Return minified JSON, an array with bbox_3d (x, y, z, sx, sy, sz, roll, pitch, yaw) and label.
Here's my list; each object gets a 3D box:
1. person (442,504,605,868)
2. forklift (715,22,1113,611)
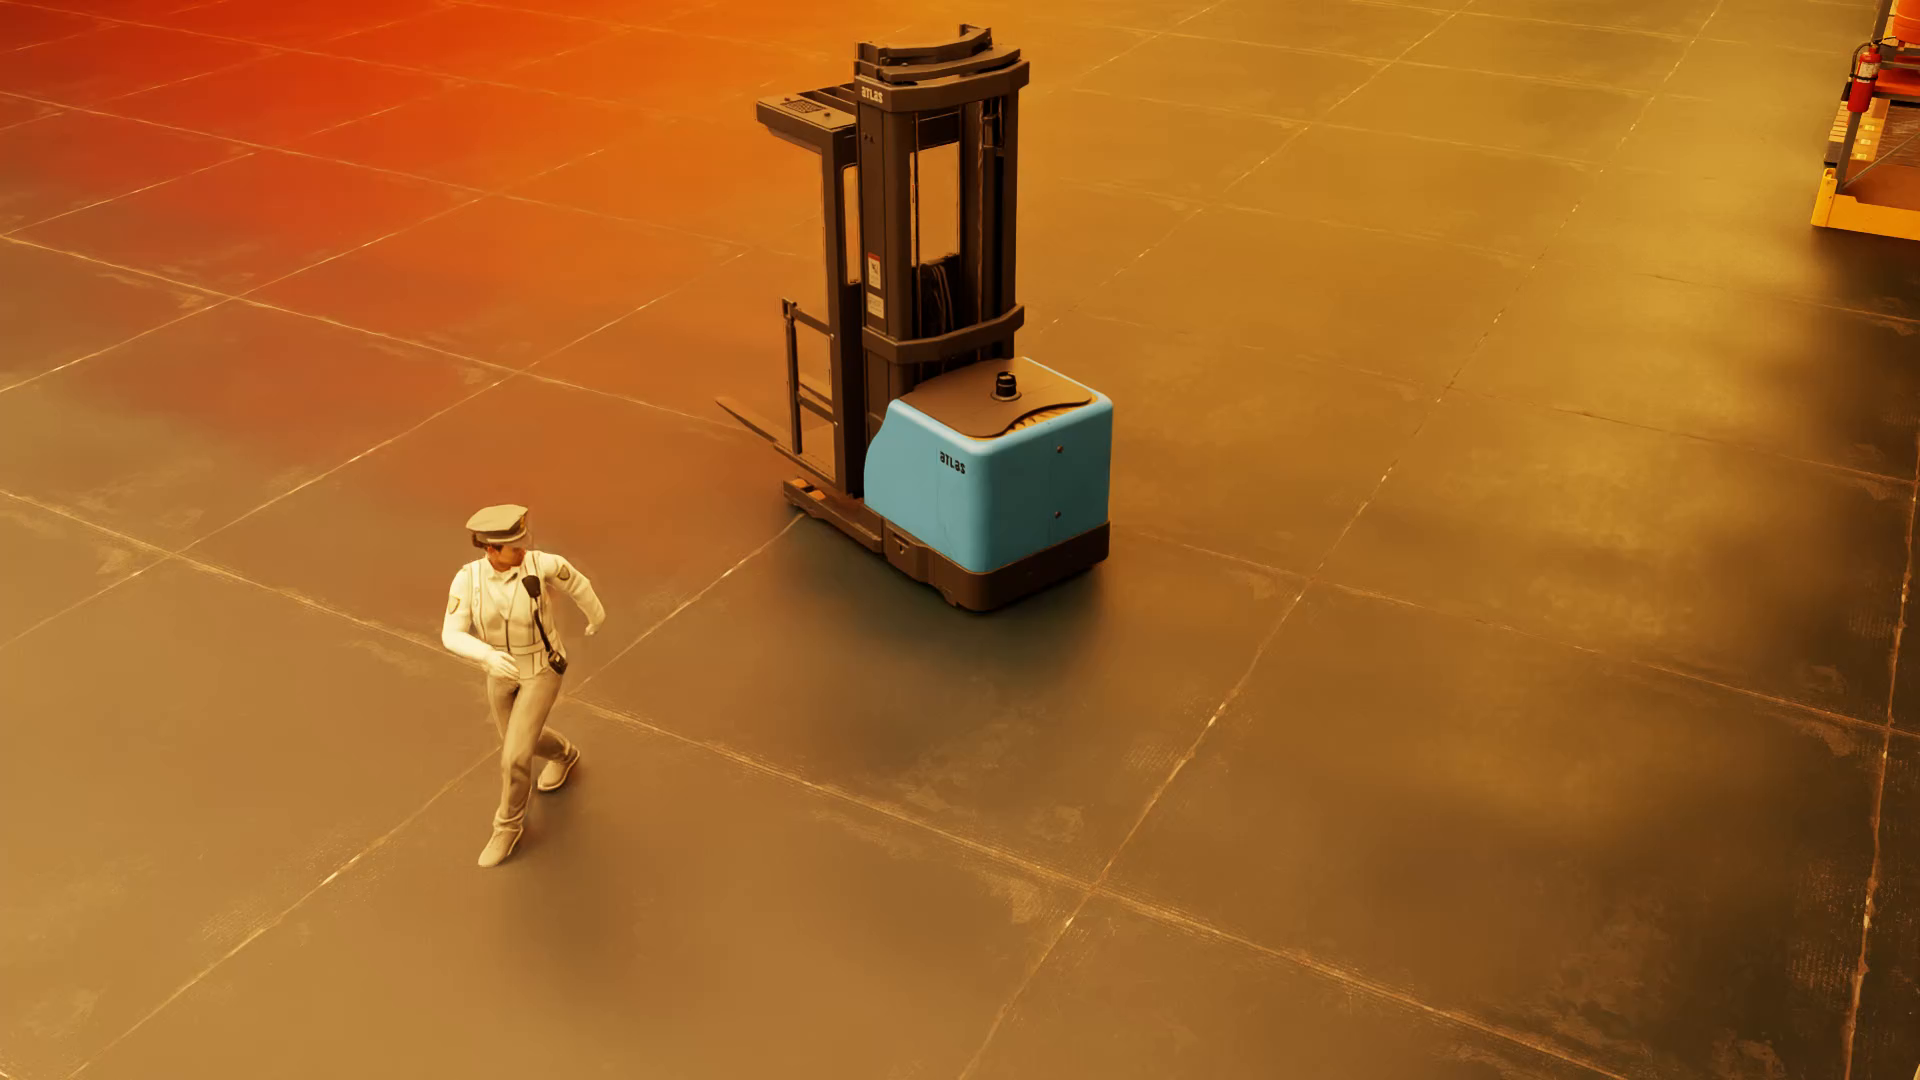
[{"bbox_3d":[-1.965,0.591,7.430,0.506,1.611,0.897,7,31,12],"label":"person"},{"bbox_3d":[-0.445,-1.546,9.750,1.130,2.935,3.031,-22,37,-33],"label":"forklift"}]
